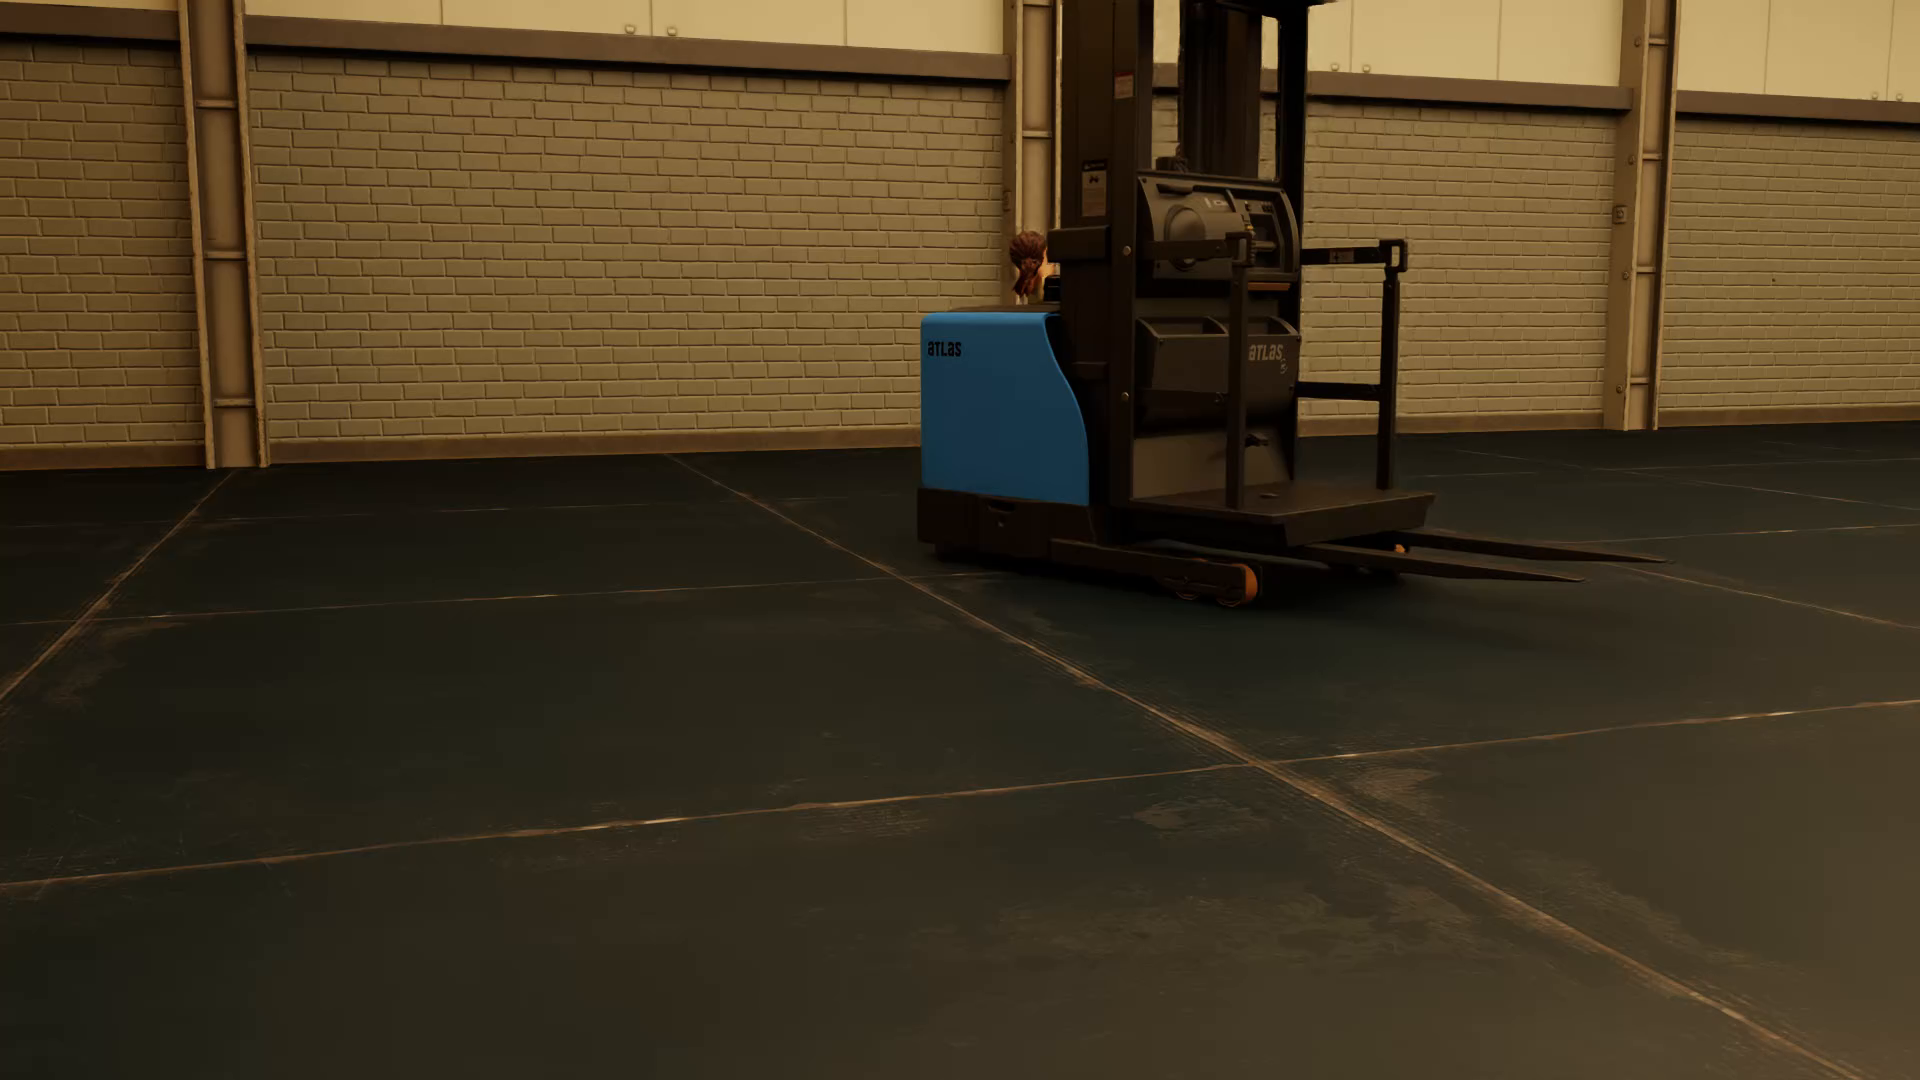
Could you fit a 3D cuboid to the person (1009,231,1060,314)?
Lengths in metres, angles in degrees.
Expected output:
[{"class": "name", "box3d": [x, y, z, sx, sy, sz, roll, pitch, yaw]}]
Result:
[{"class": "person", "box3d": [0.648, -0.747, 7.921, 0.740, 1.438, 0.961, -5, 9, -32]}]

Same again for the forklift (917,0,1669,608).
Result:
[{"class": "forklift", "box3d": [1.185, -1.282, 6.472, 1.130, 2.935, 3.031, -7, 11, -43]}]
